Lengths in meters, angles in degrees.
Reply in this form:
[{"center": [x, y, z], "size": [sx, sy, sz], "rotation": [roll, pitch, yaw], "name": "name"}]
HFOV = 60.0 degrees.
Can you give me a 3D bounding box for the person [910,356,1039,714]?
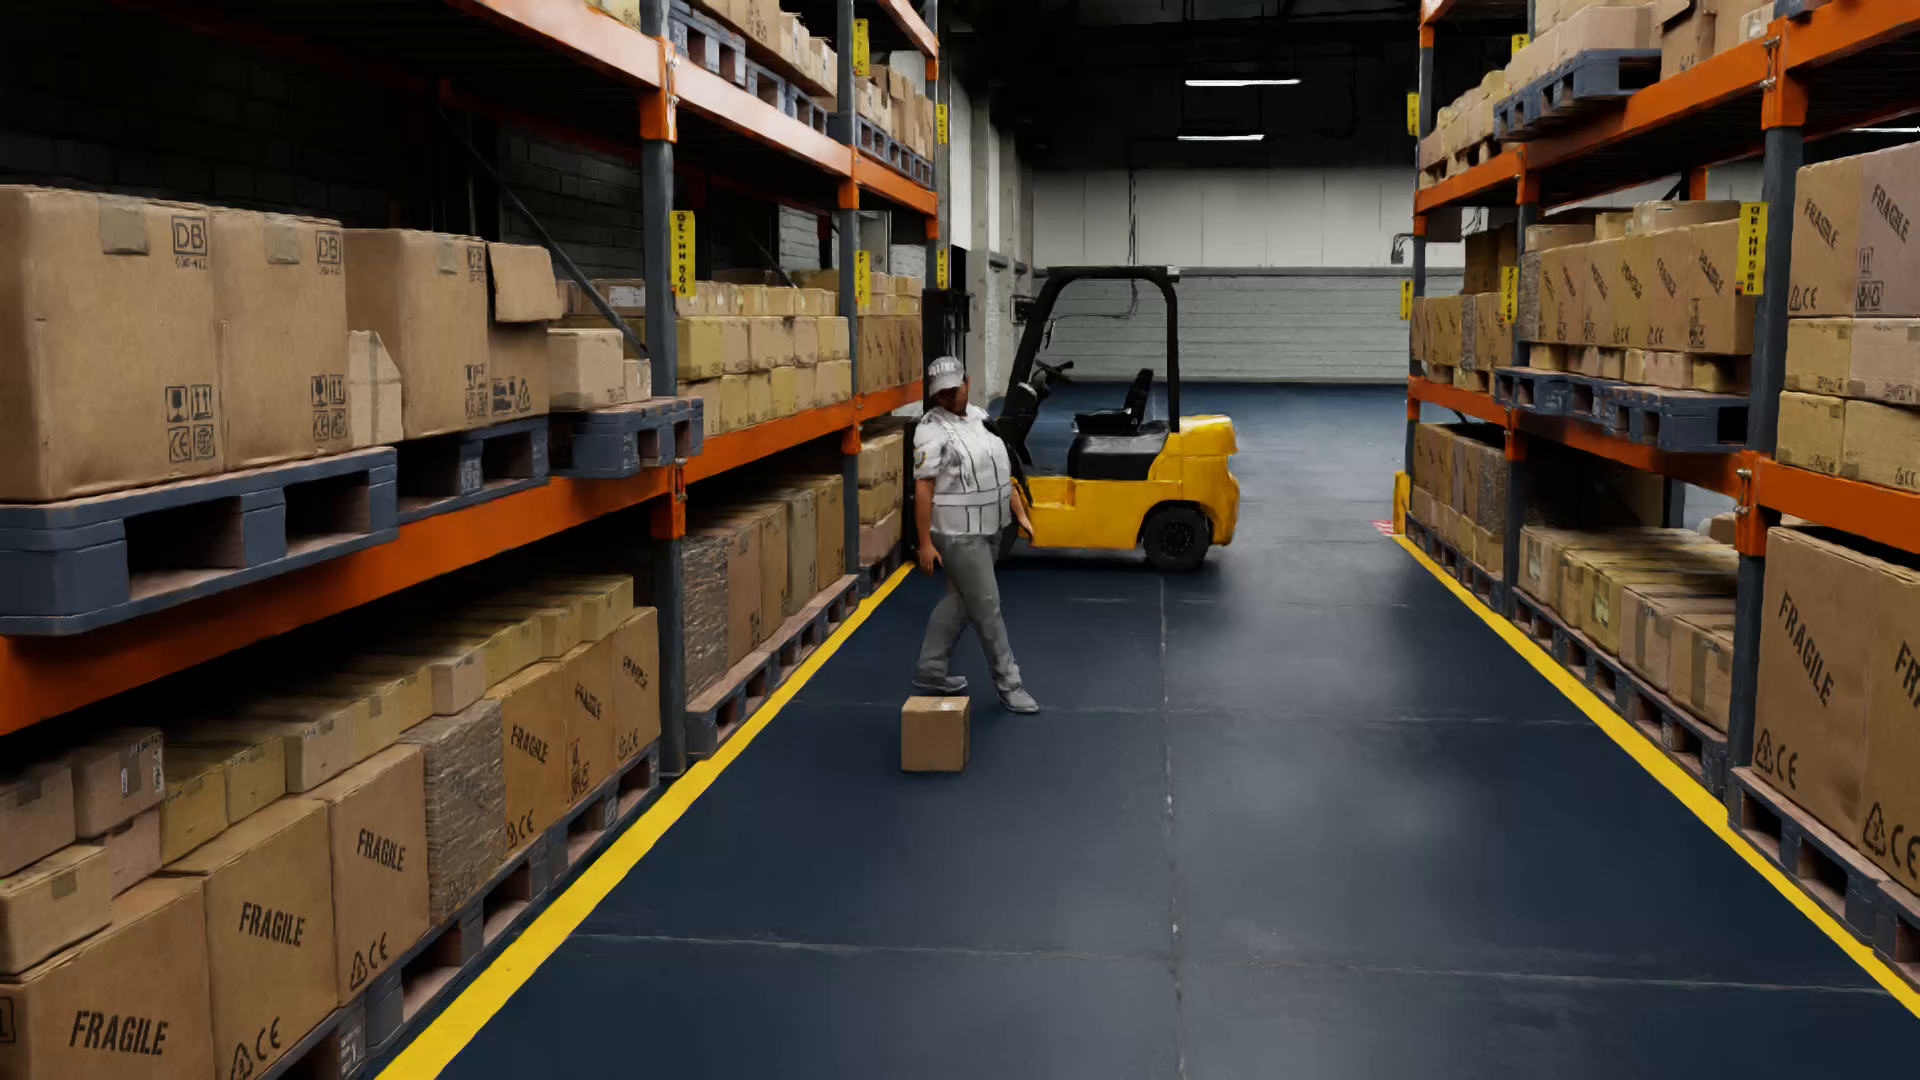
[{"center": [0.052, -0.029, 7.649], "size": [0.681, 1.631, 0.534], "rotation": [4, 9, 28], "name": "person"}]
